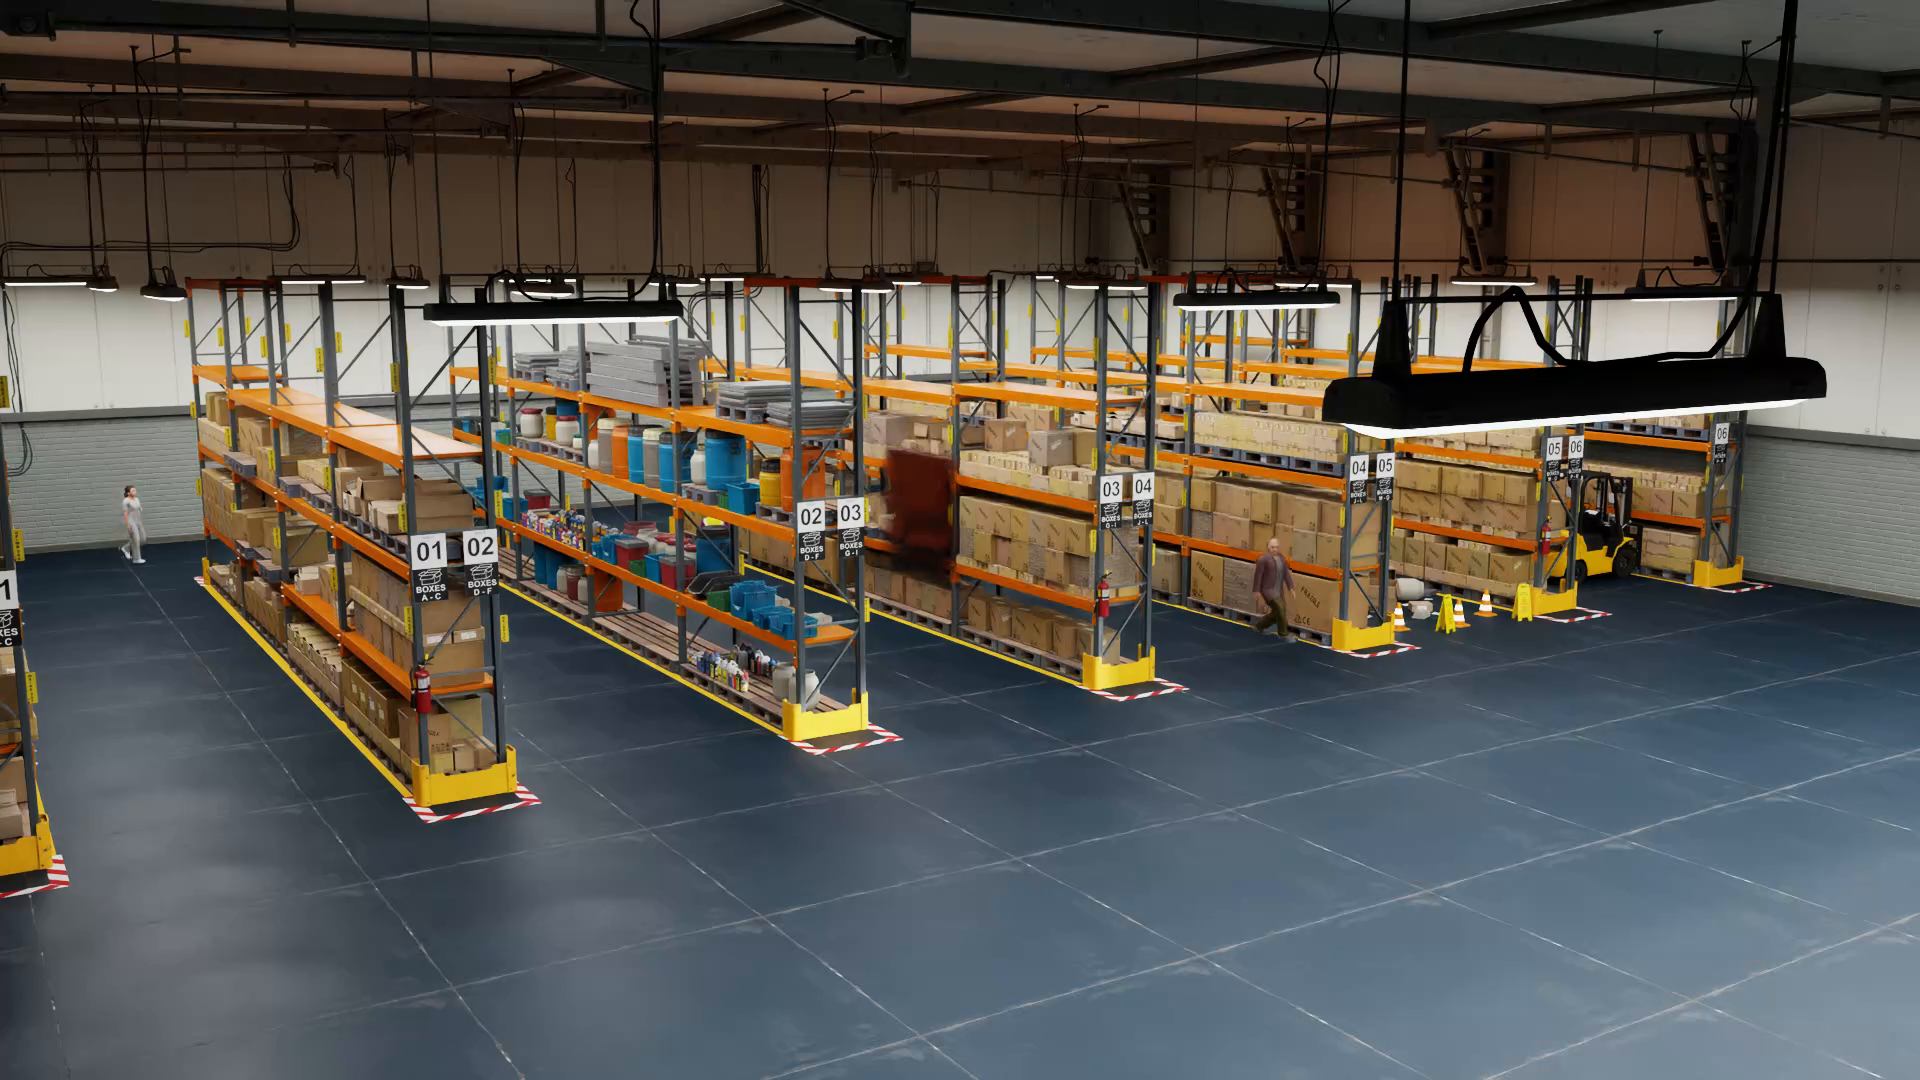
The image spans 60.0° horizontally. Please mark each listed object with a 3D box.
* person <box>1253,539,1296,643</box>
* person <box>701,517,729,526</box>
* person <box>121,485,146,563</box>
[{"bbox_3d":[5.092,0.799,26.808,0.605,1.608,1.012,-7,12,-36],"label":"person"},{"bbox_3d":[-4.676,0.140,31.898,0.609,1.766,0.546,-1,10,-4],"label":"person"},{"bbox_3d":[-17.407,-0.344,34.954,0.563,1.656,0.454,2,10,10],"label":"person"}]
